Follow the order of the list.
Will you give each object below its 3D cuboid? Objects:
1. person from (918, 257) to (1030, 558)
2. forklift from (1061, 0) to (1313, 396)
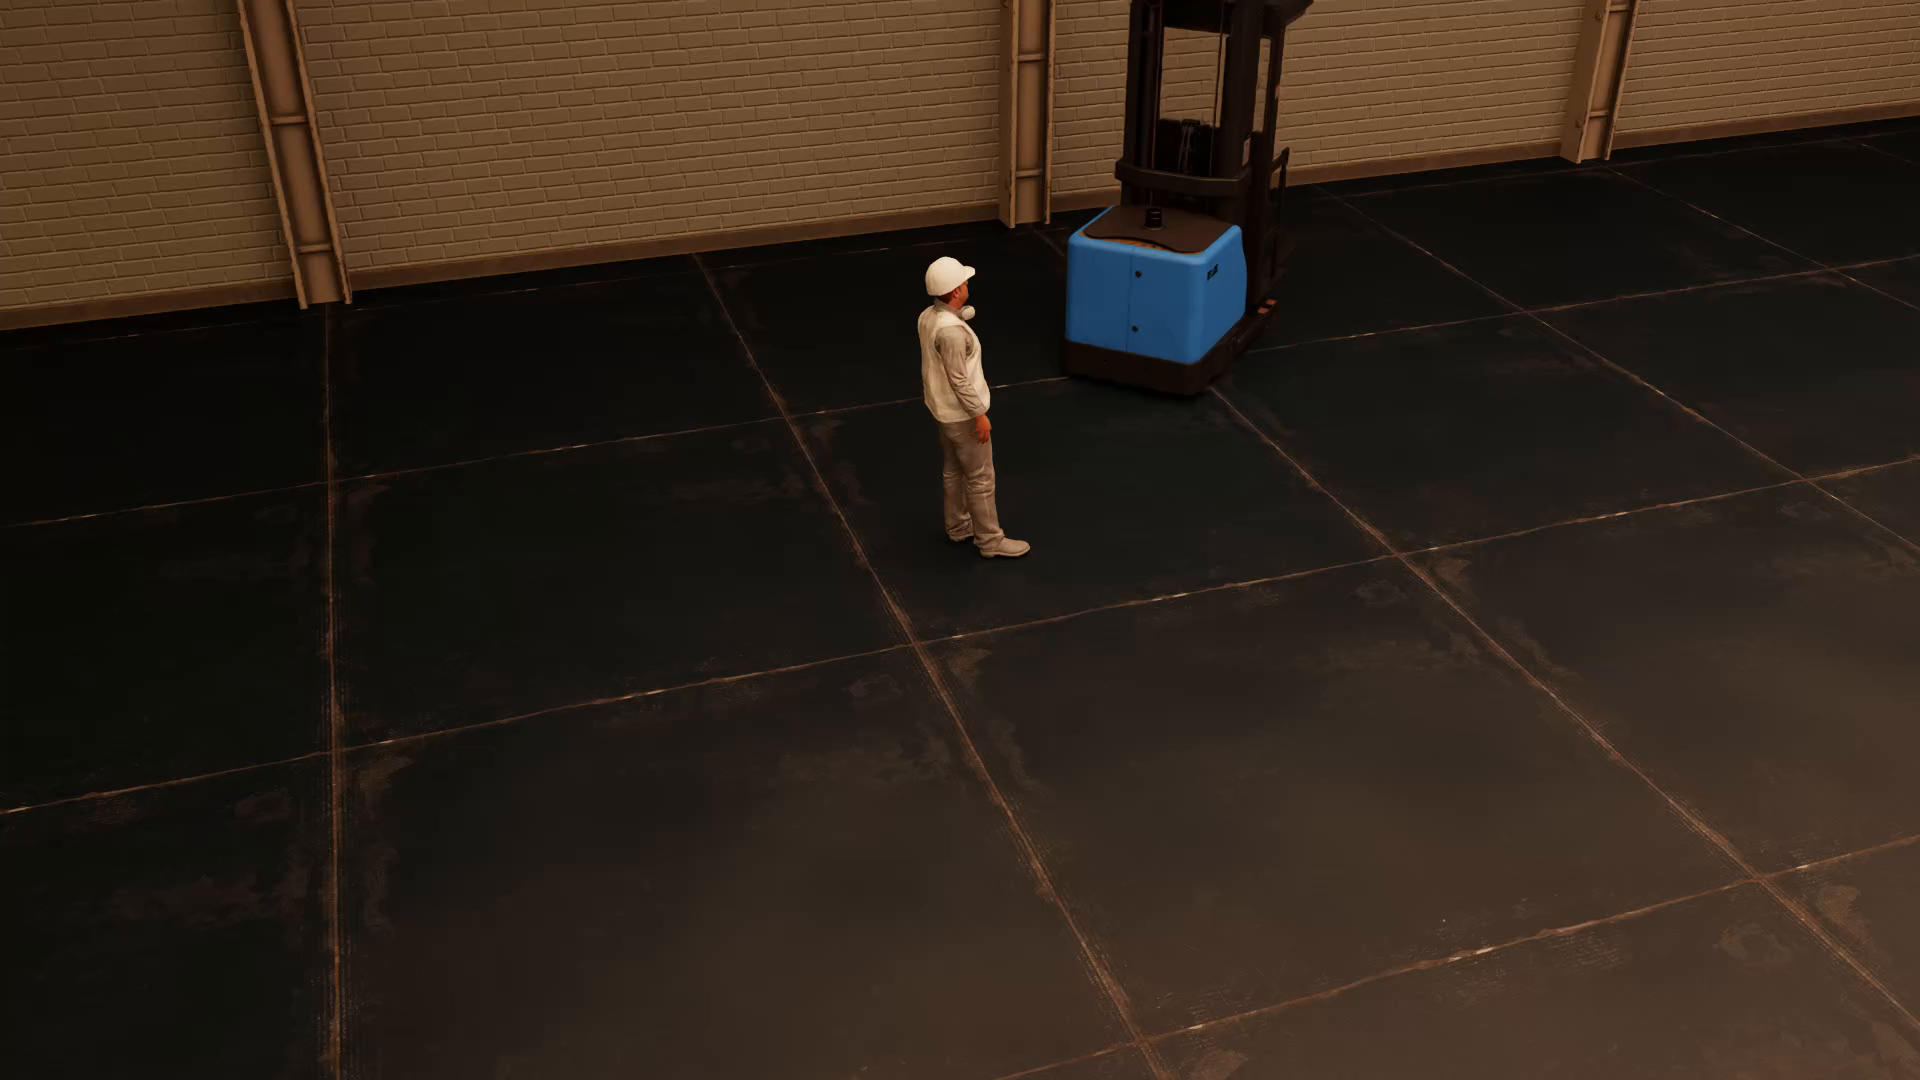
[{"bbox_3d":[0.061,-0.782,9.591,0.568,1.774,0.633,-10,31,-16],"label":"person"},{"bbox_3d":[1.857,-2.990,12.283,1.130,2.935,3.031,14,33,23],"label":"forklift"}]
